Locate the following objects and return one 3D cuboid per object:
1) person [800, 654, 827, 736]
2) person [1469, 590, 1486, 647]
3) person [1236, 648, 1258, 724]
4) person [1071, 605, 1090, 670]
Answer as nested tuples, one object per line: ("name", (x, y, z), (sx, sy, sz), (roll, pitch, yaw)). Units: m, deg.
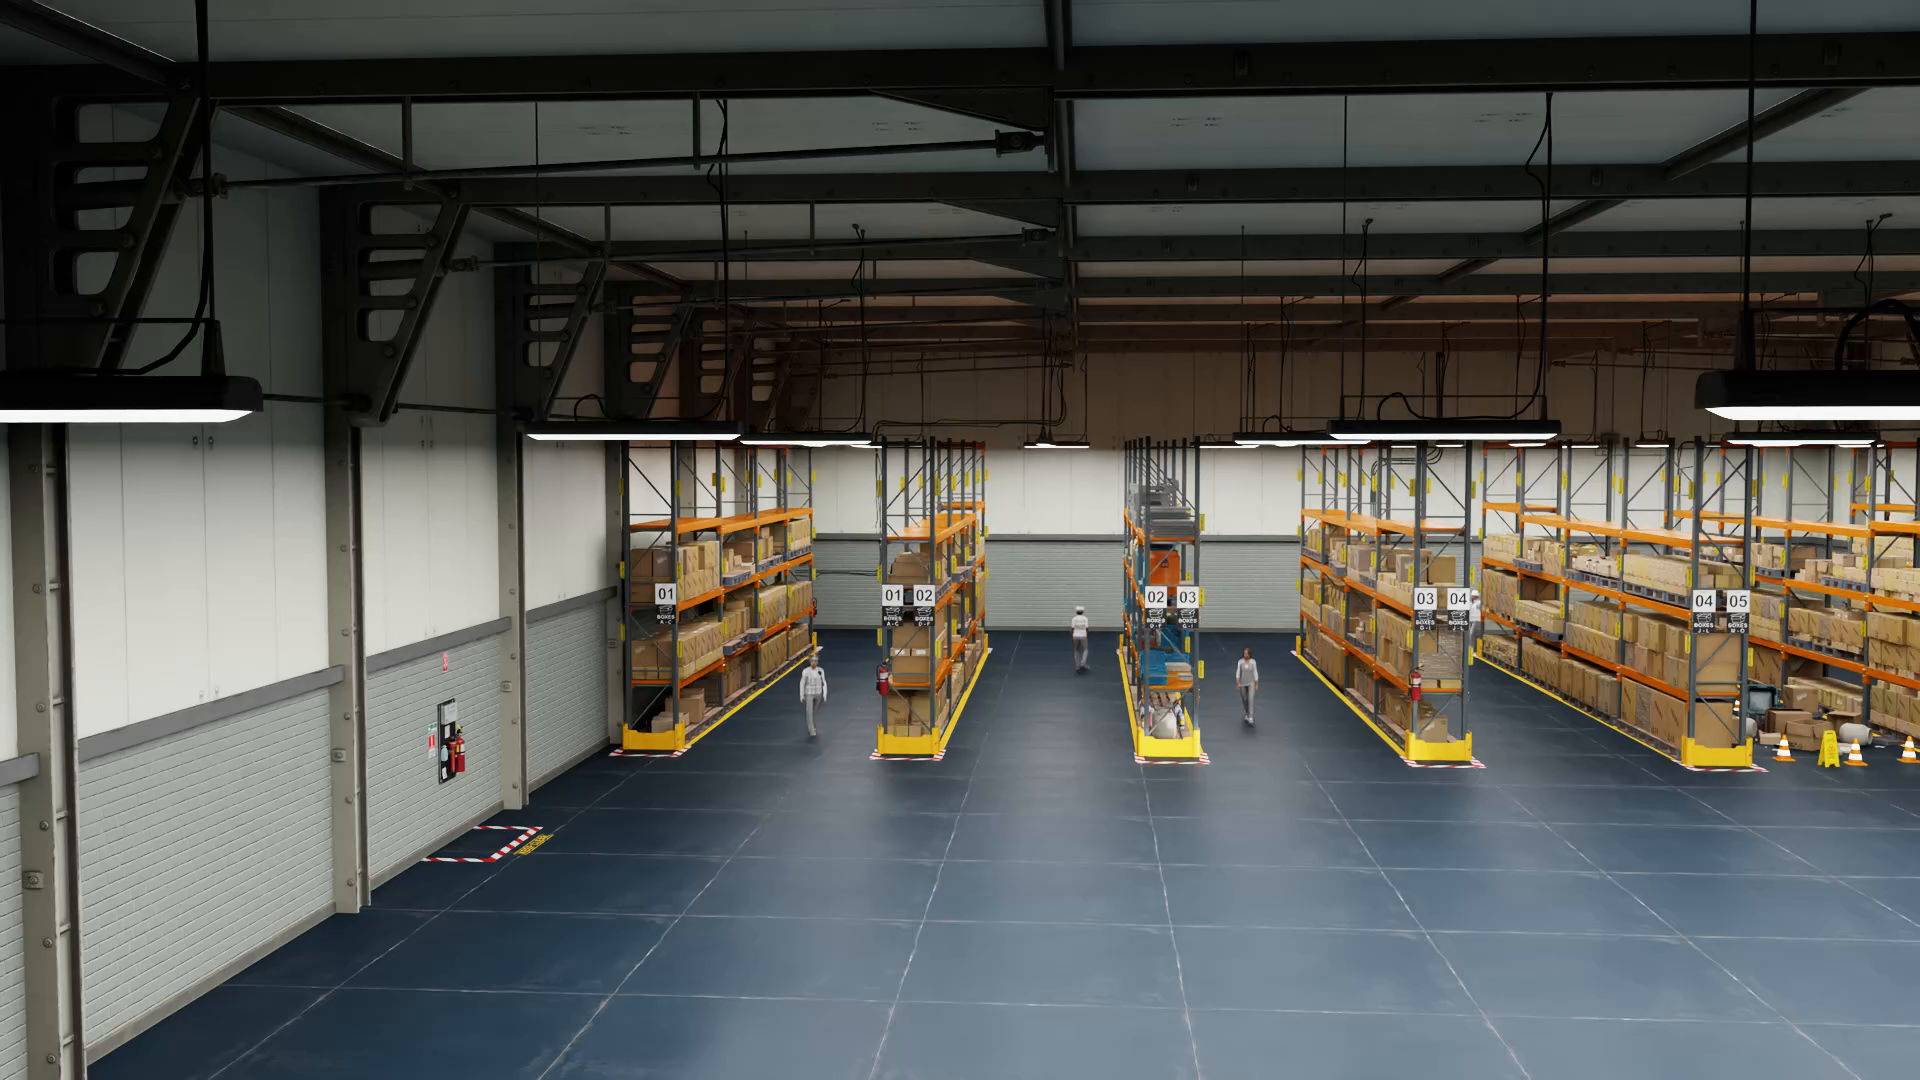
("person", (-2.917, 3.104, 33.335), (0.524, 1.615, 1.018), (-2, 3, -27))
("person", (14.742, 2.302, 47.582), (0.921, 1.741, 0.553), (-2, 3, -27))
("person", (6.011, 3.052, 34.905), (0.440, 1.561, 0.889), (1, 3, 20))
("person", (3.148, 2.560, 43.494), (0.501, 1.686, 0.507), (0, 3, 7))
